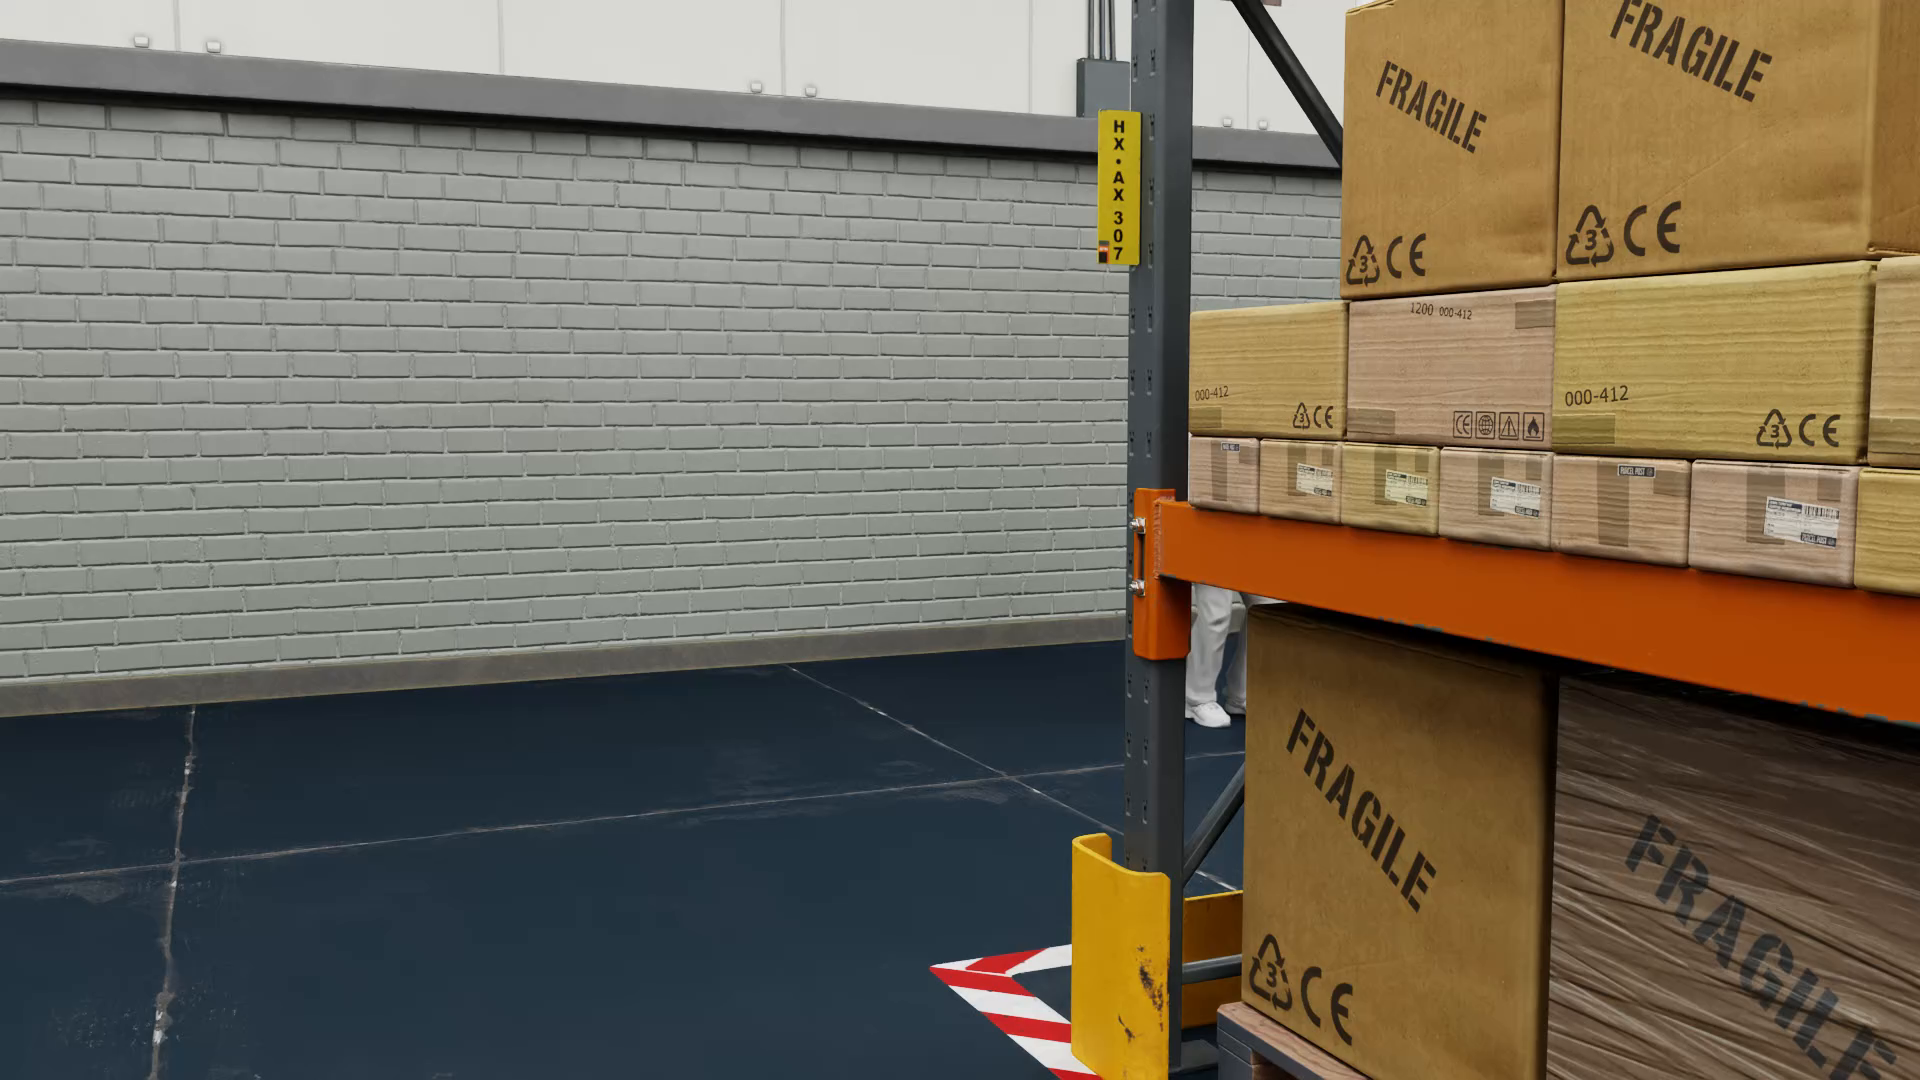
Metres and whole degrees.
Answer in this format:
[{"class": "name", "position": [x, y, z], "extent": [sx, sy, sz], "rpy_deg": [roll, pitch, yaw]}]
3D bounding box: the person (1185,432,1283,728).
[{"class": "person", "position": [1.281, -0.024, 7.696], "extent": [0.583, 1.746, 0.401], "rpy_deg": [-2, 6, -22]}]
